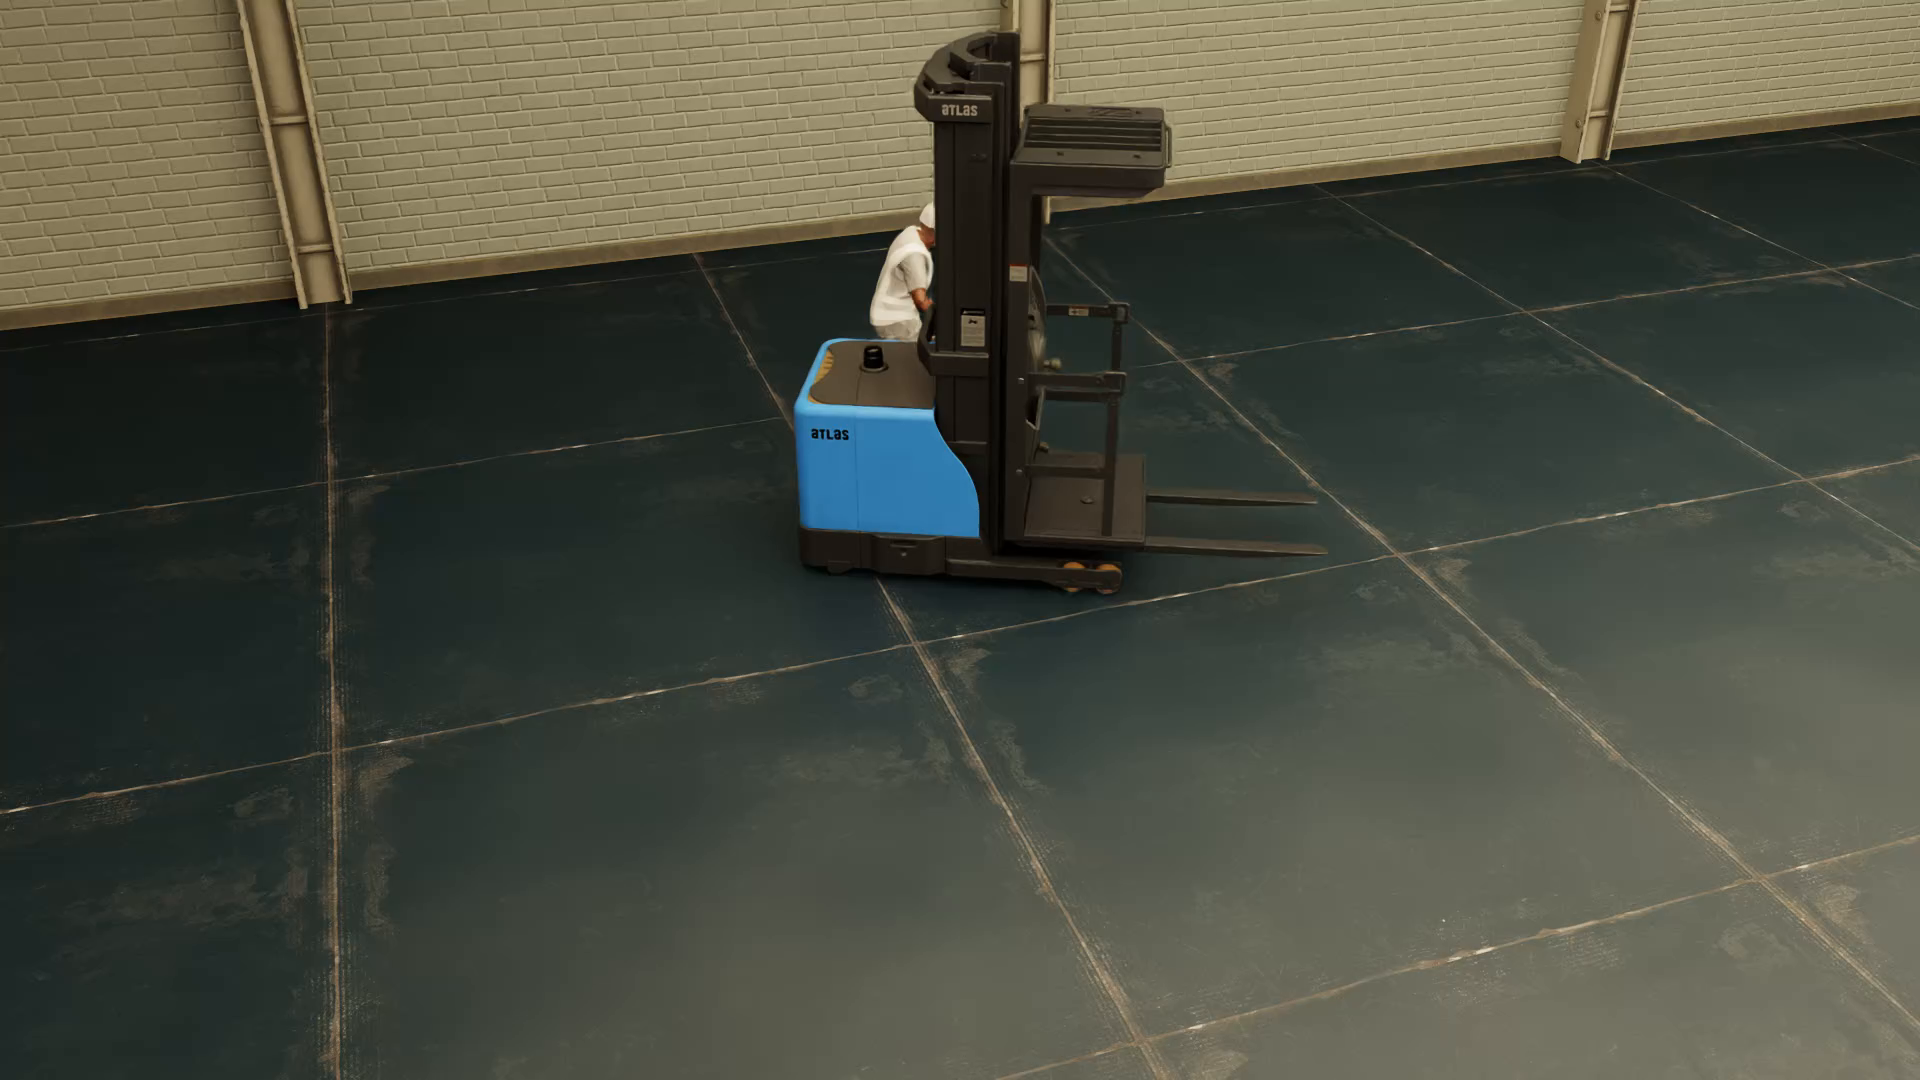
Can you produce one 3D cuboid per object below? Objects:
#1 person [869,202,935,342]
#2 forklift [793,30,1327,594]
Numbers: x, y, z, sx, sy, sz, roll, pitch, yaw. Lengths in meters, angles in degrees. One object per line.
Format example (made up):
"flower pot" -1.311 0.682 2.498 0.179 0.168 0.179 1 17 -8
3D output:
"person" -0.140 -1.465 11.070 0.924 1.526 1.259 -2 30 -4
"forklift" 0.613 -1.244 9.250 3.031 2.935 1.130 3 30 5
